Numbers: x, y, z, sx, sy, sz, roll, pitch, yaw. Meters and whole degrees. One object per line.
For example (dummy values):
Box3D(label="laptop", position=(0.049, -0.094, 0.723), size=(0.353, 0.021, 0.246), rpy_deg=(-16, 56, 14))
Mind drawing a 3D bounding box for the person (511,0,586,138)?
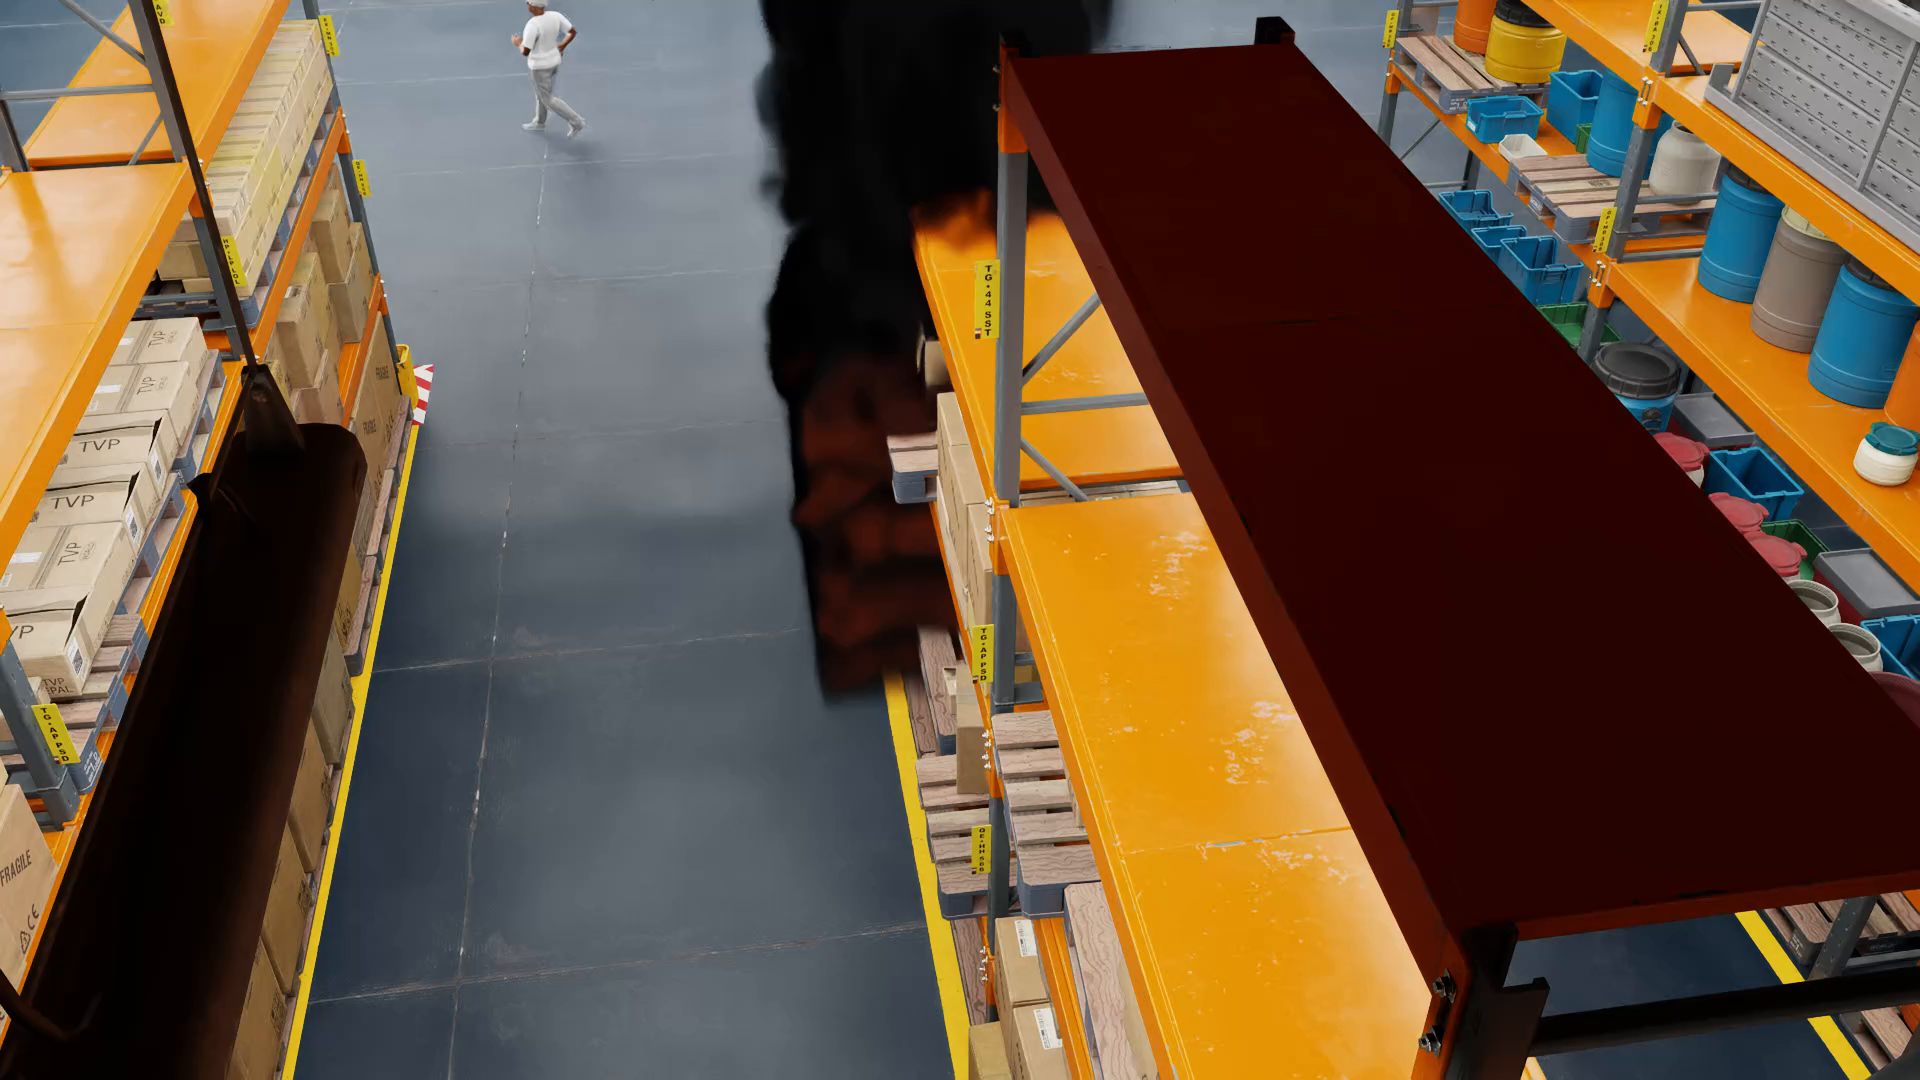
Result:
Box3D(label="person", position=(-4.872, -5.582, 19.525), size=(0.990, 1.747, 0.706), rpy_deg=(13, 38, 17))

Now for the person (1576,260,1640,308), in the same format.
Box3D(label="person", position=(5.949, -2.327, 15.307), size=(0.543, 1.567, 0.530), rpy_deg=(-14, 39, -19))
